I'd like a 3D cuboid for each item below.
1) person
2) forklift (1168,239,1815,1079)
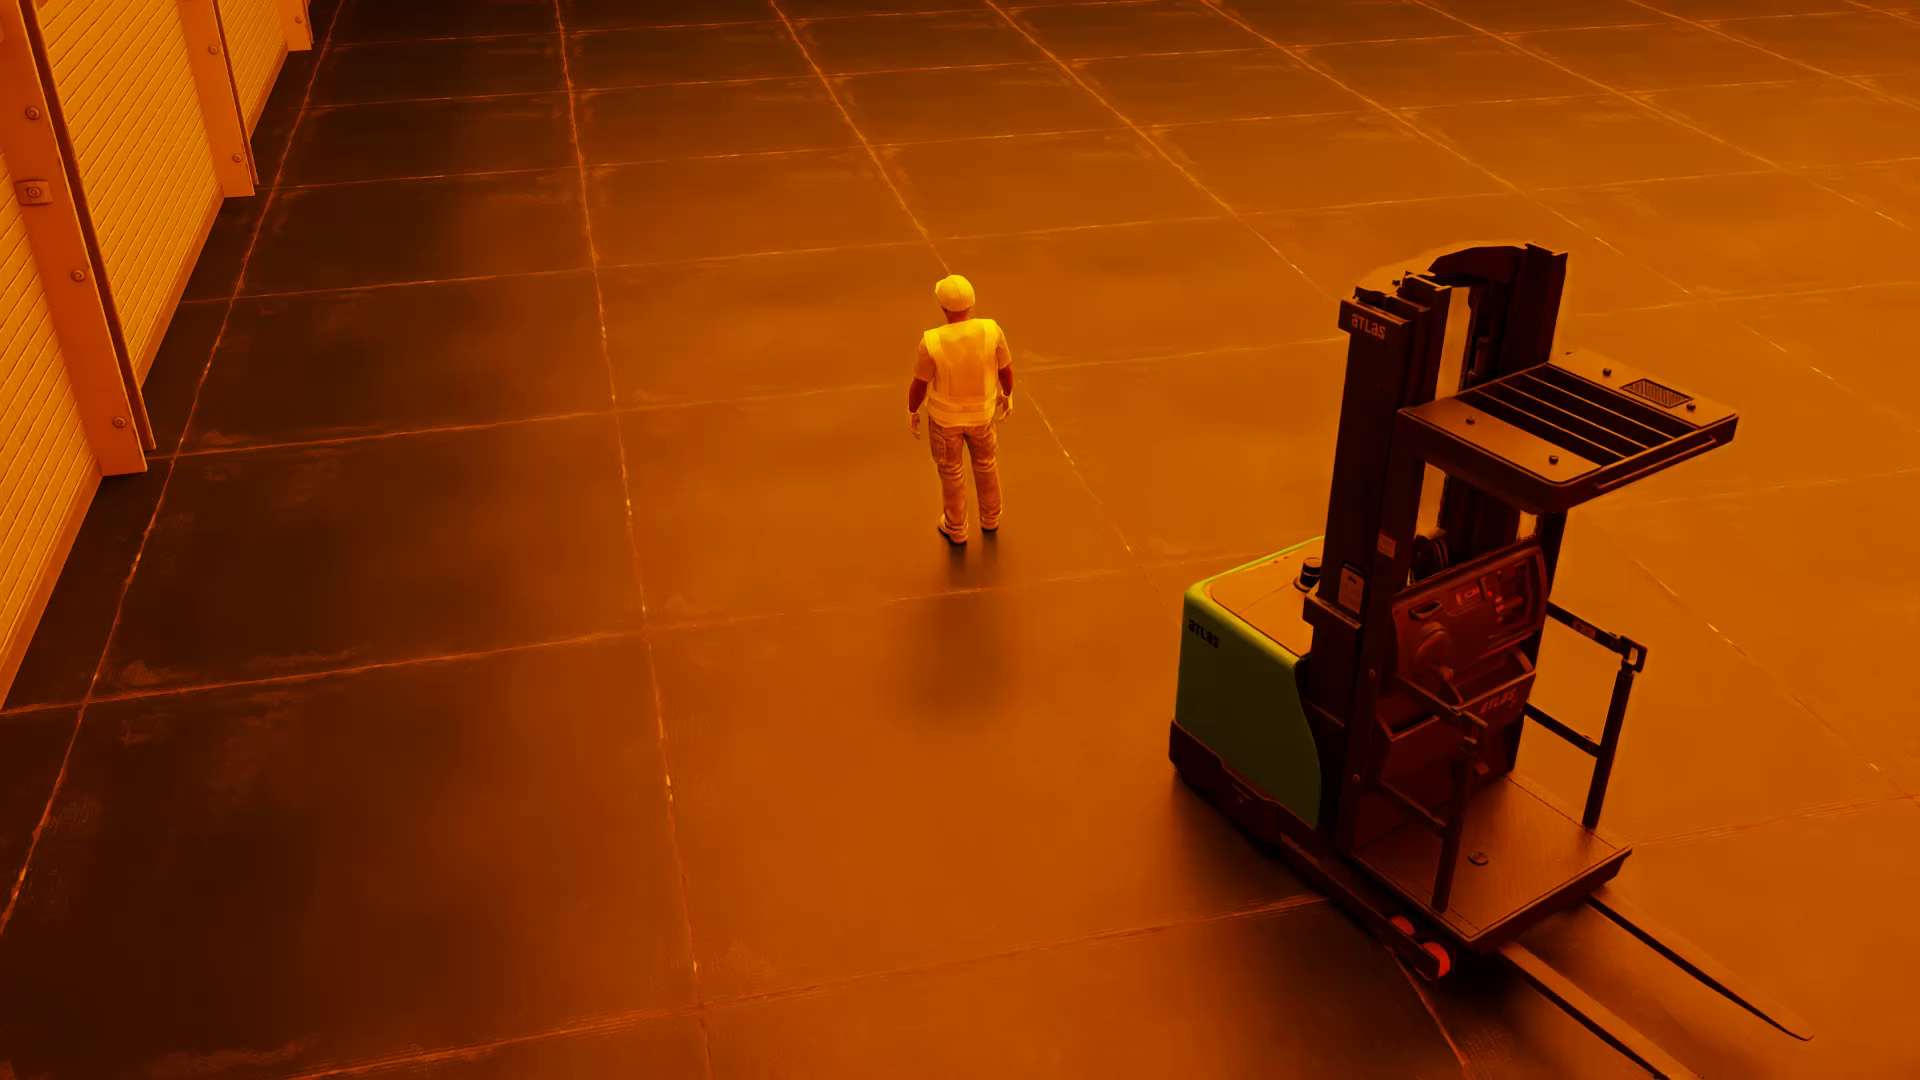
[{"bbox_3d":[-0.008,-0.814,10.112,0.656,1.782,0.577,-7,31,-12],"label":"person"},{"bbox_3d":[2.298,0.364,6.946,1.130,2.935,3.031,-19,35,-29],"label":"forklift"}]
